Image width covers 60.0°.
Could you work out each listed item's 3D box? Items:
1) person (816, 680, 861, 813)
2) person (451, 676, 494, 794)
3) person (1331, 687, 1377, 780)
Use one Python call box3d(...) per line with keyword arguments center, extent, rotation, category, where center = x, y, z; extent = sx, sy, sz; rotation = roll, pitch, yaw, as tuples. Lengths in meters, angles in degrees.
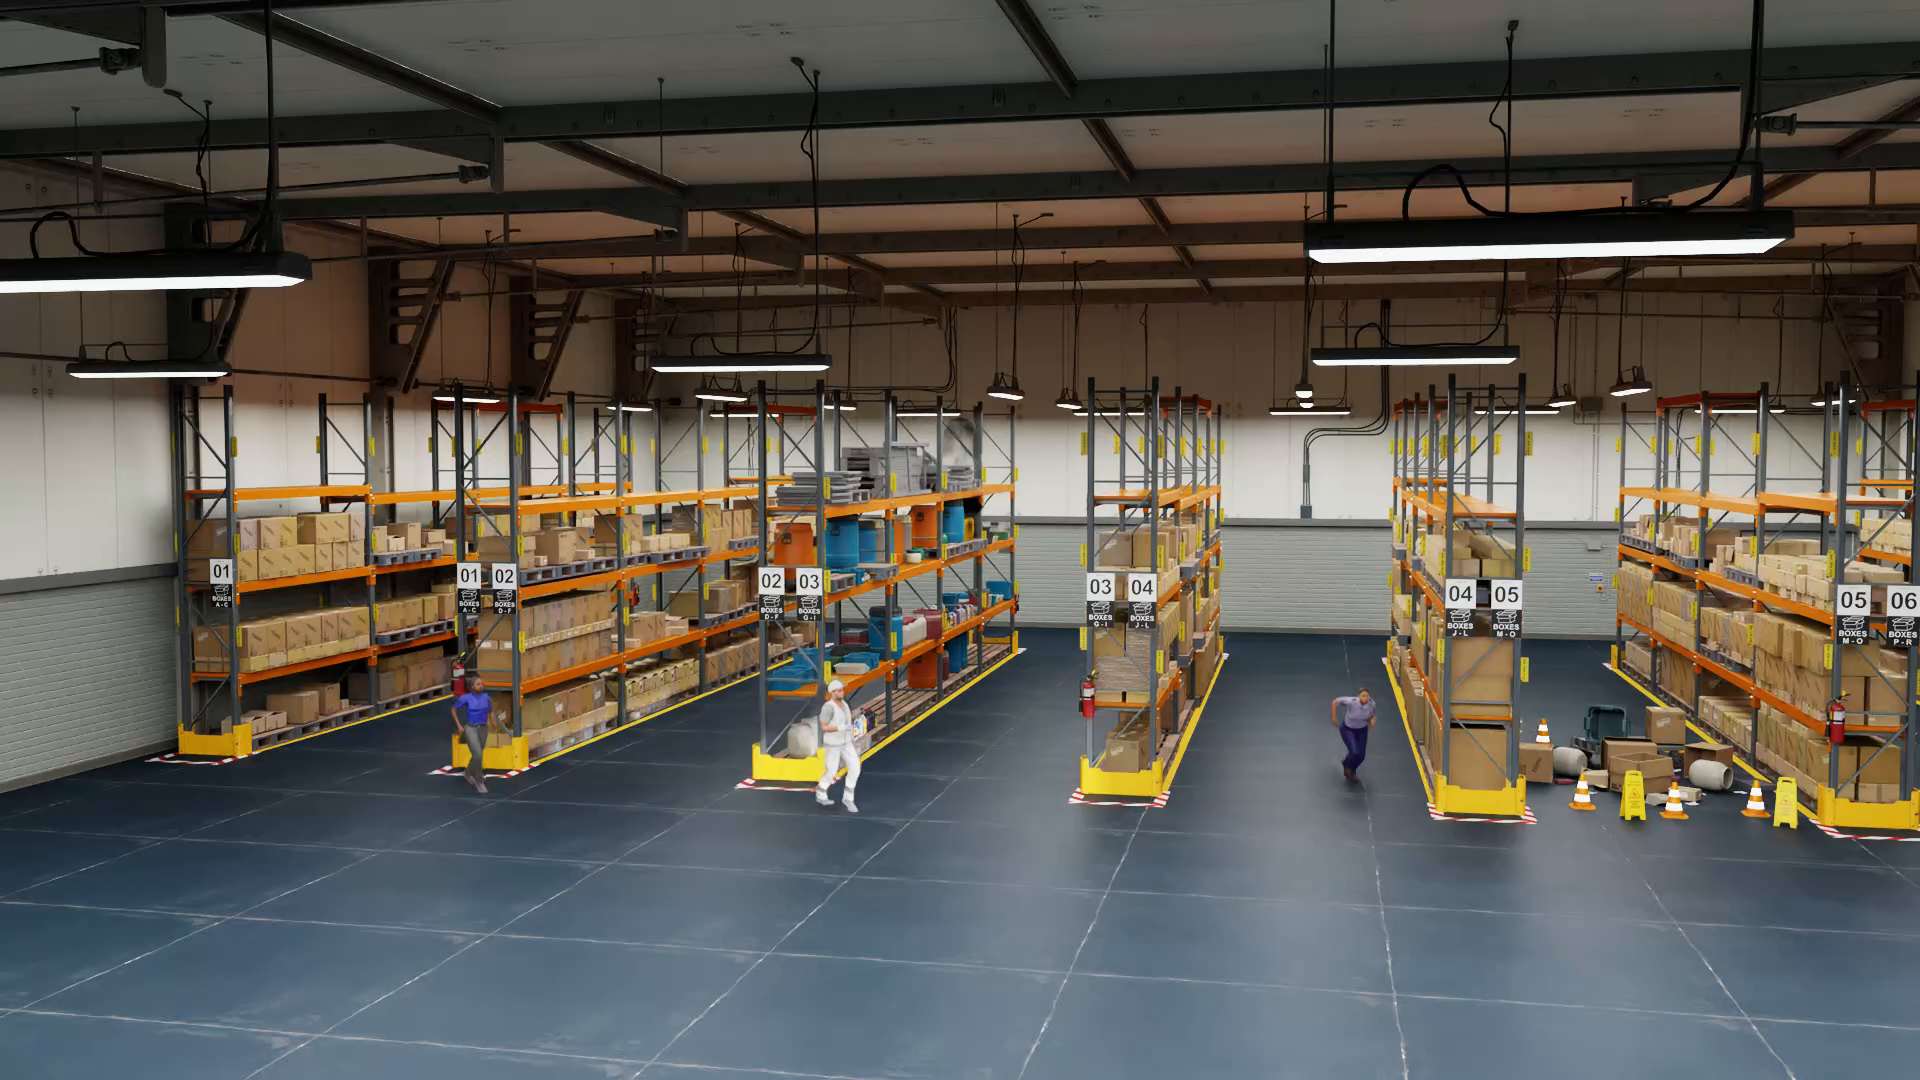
box3d(center=(-1.678, 2.837, 22.813), extent=(0.774, 1.841, 0.630), rotation=(3, 4, 40), category="person")
box3d(center=(-7.073, 2.840, 24.259), extent=(0.751, 1.717, 0.582), rotation=(3, 4, 42), category="person")
box3d(center=(5.843, 2.887, 24.682), extent=(0.637, 1.467, 0.852), rotation=(-1, 3, -10), category="person")
